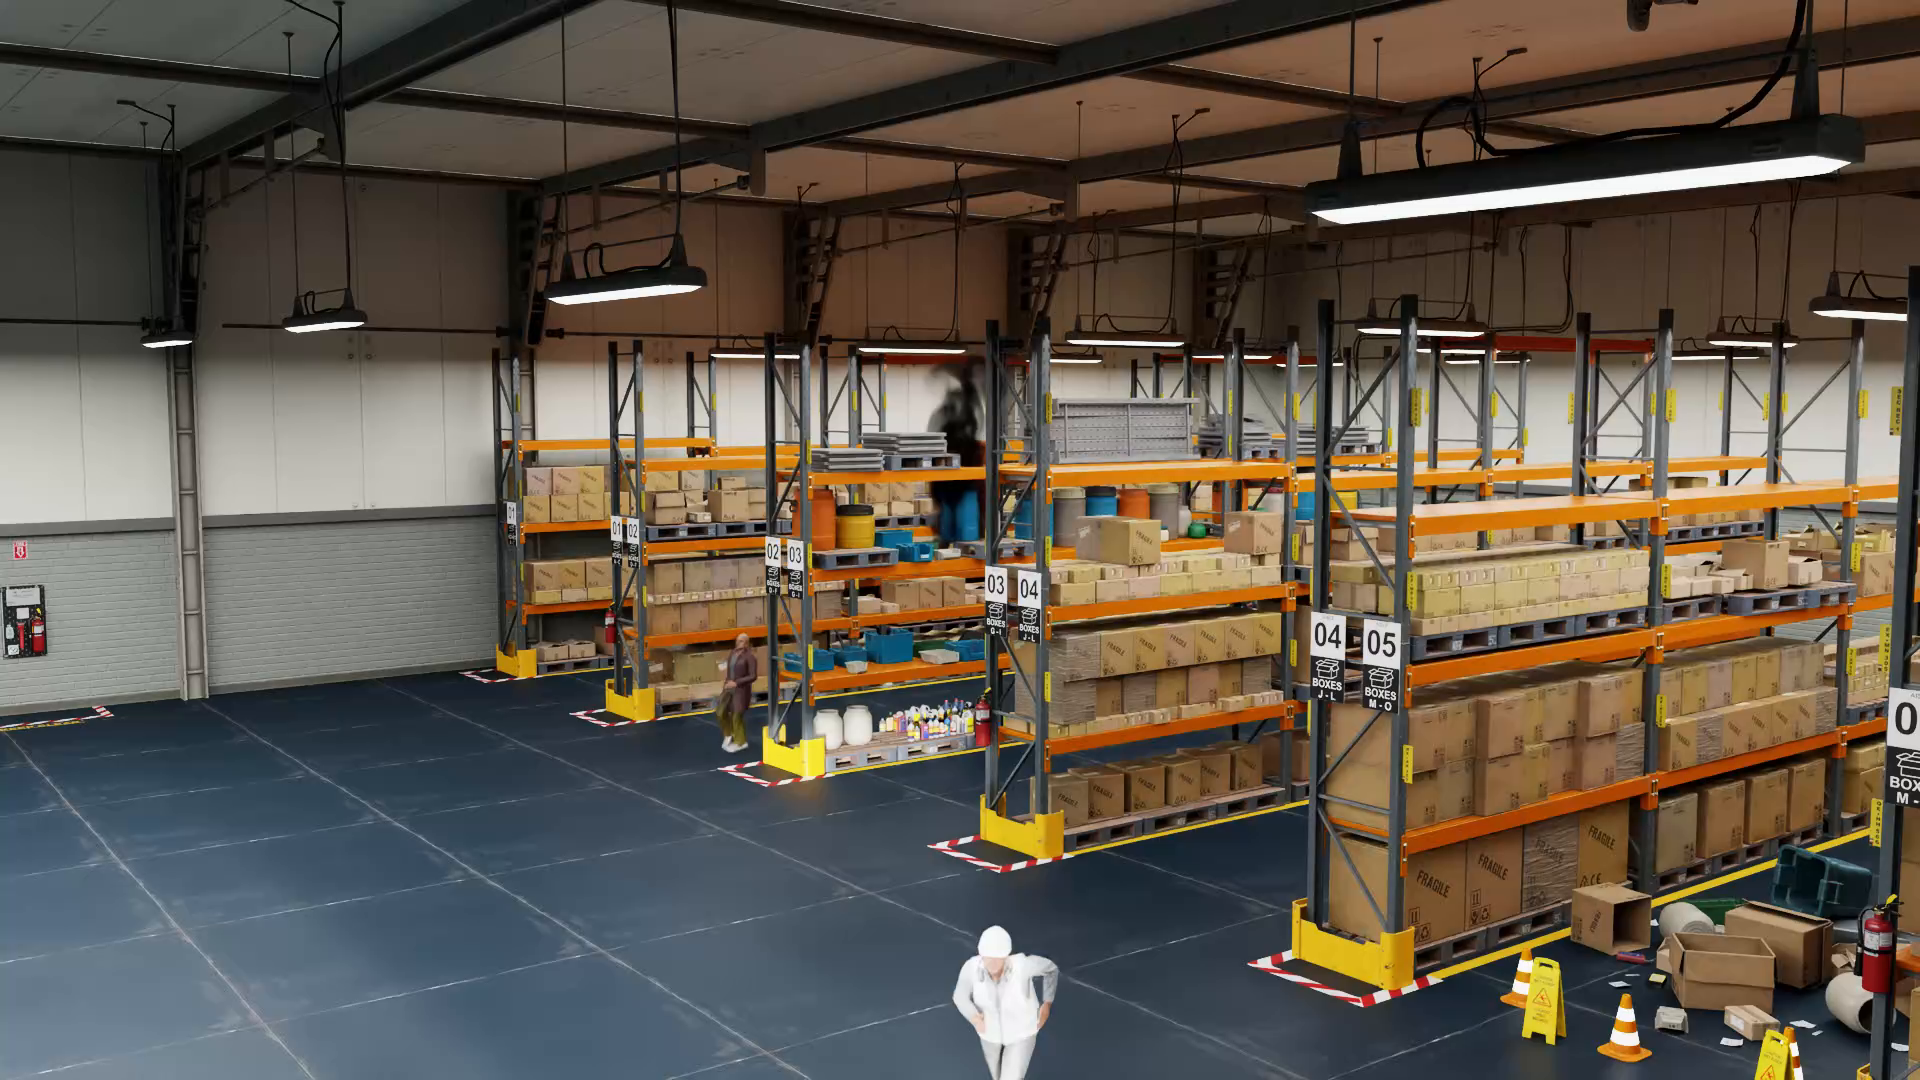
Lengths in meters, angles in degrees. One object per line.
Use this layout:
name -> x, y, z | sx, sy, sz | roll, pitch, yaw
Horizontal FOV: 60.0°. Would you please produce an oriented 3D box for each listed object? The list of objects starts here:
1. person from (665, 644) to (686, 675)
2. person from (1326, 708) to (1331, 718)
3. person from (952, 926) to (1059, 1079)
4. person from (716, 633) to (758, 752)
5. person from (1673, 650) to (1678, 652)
person -> -4.994, 1.692, 29.723 | 0.778, 1.759, 0.681 | -5, 7, -43
person -> 5.814, 1.980, 26.204 | 0.633, 1.771, 0.674 | 4, 6, 37
person -> 0.322, 3.364, 11.268 | 0.699, 1.733, 1.033 | 1, 5, 11
person -> -3.198, 2.204, 23.917 | 0.691, 1.744, 0.623 | 3, 6, 33
person -> 9.726, 2.337, 22.612 | 0.782, 1.682, 0.674 | -5, 7, -44
